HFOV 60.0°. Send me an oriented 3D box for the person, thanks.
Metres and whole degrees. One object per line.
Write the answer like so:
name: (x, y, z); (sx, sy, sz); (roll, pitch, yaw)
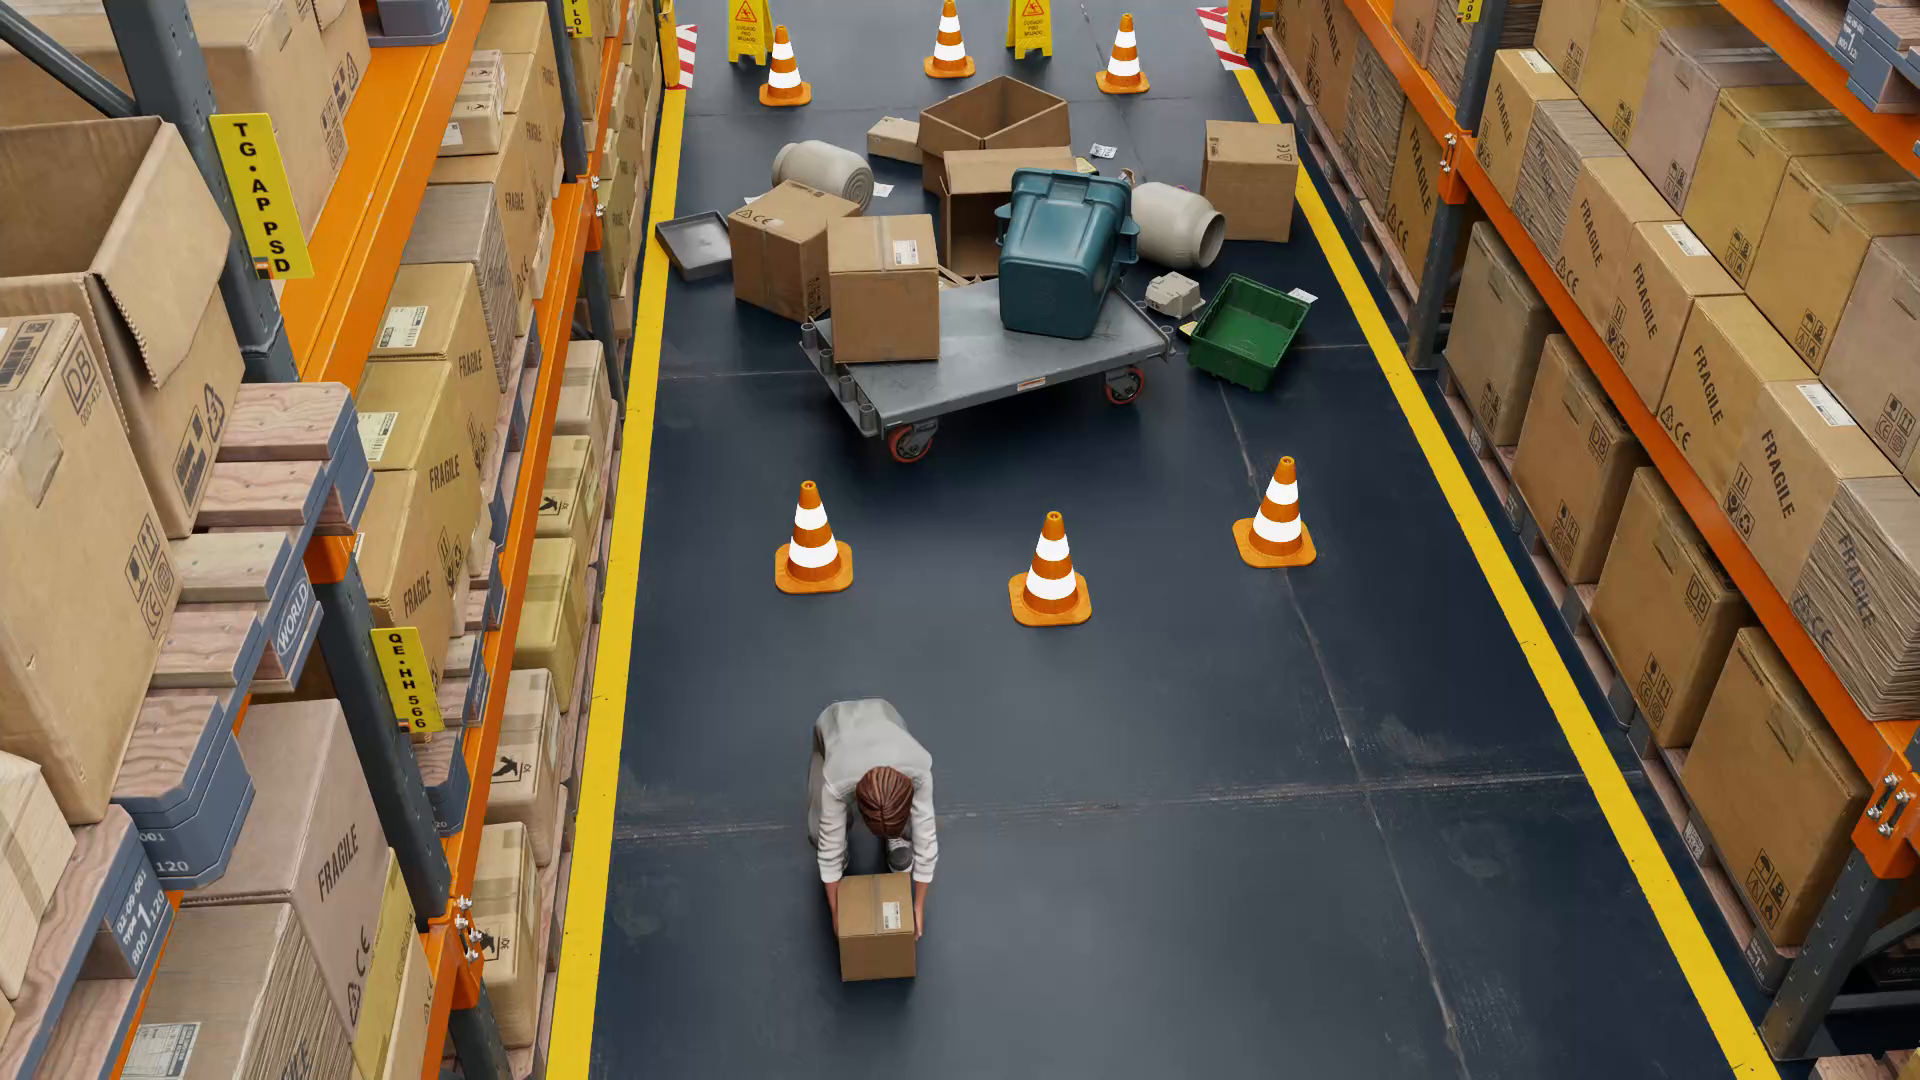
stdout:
person: (-0.312, 0.881, 5.732); (0.439, 0.795, 0.803); (-3, 40, -4)
